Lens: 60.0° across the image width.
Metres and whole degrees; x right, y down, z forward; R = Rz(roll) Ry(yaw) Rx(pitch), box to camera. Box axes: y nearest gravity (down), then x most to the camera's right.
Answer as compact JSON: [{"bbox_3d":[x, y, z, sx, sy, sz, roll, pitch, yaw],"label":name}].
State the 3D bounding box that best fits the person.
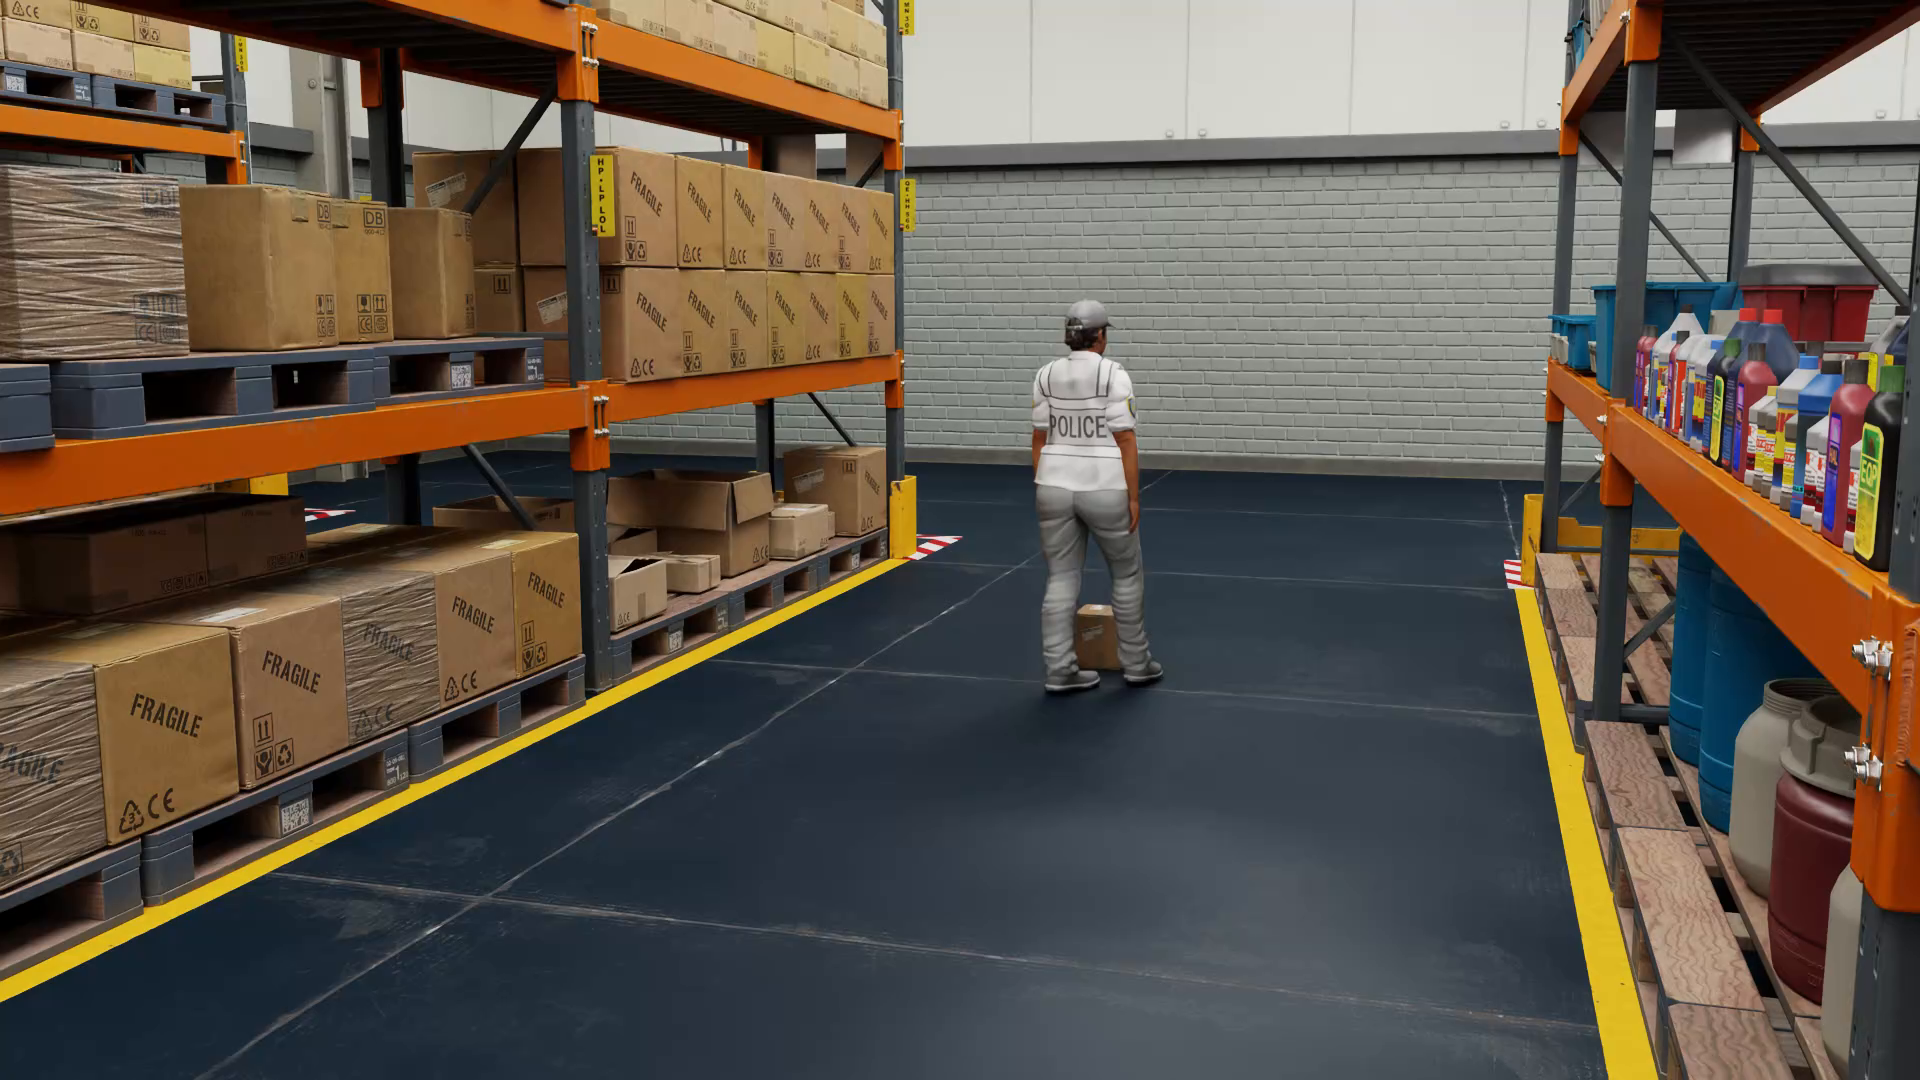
[{"bbox_3d":[0.585,-0.199,7.150,0.481,1.656,0.592,4,9,26],"label":"person"}]
